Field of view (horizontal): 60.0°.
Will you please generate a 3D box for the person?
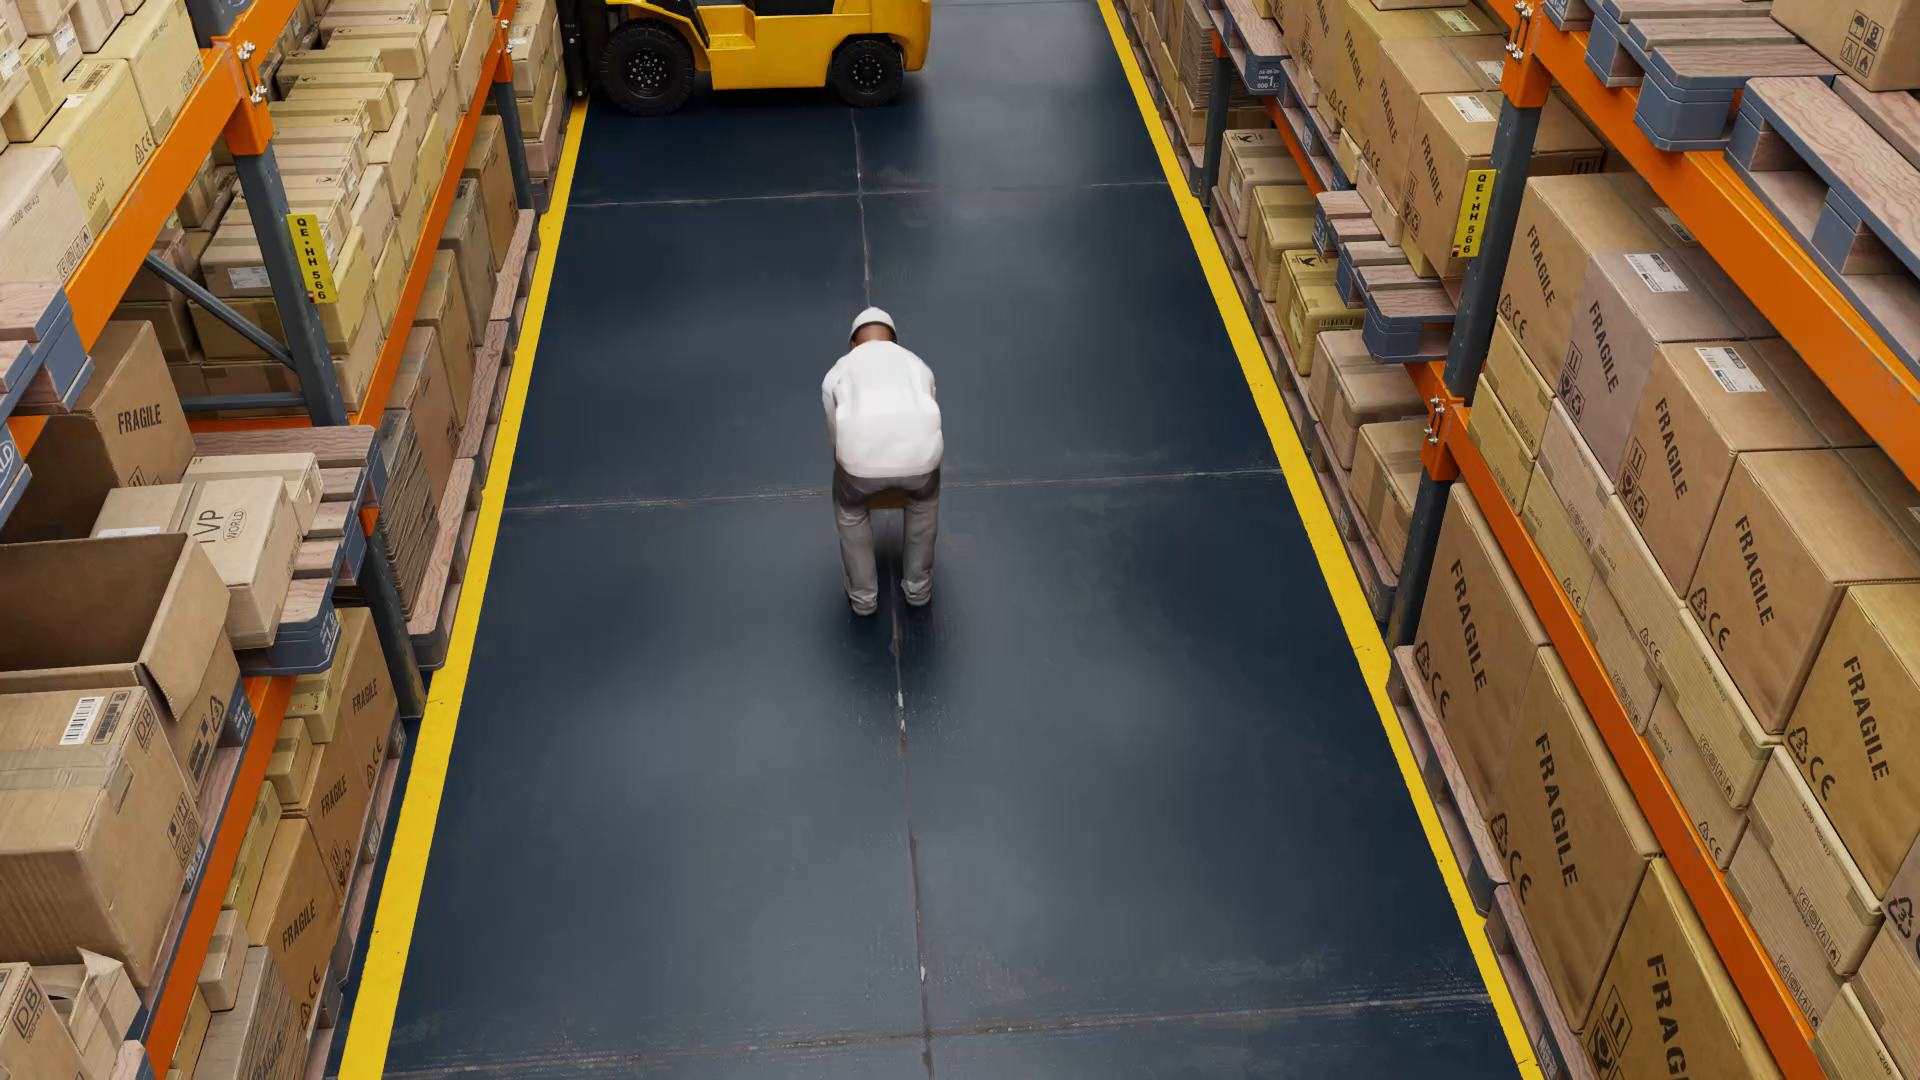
[{"bbox_3d":[-0.328,-0.324,7.067,0.477,1.096,0.981,-5,39,-6],"label":"person"}]
